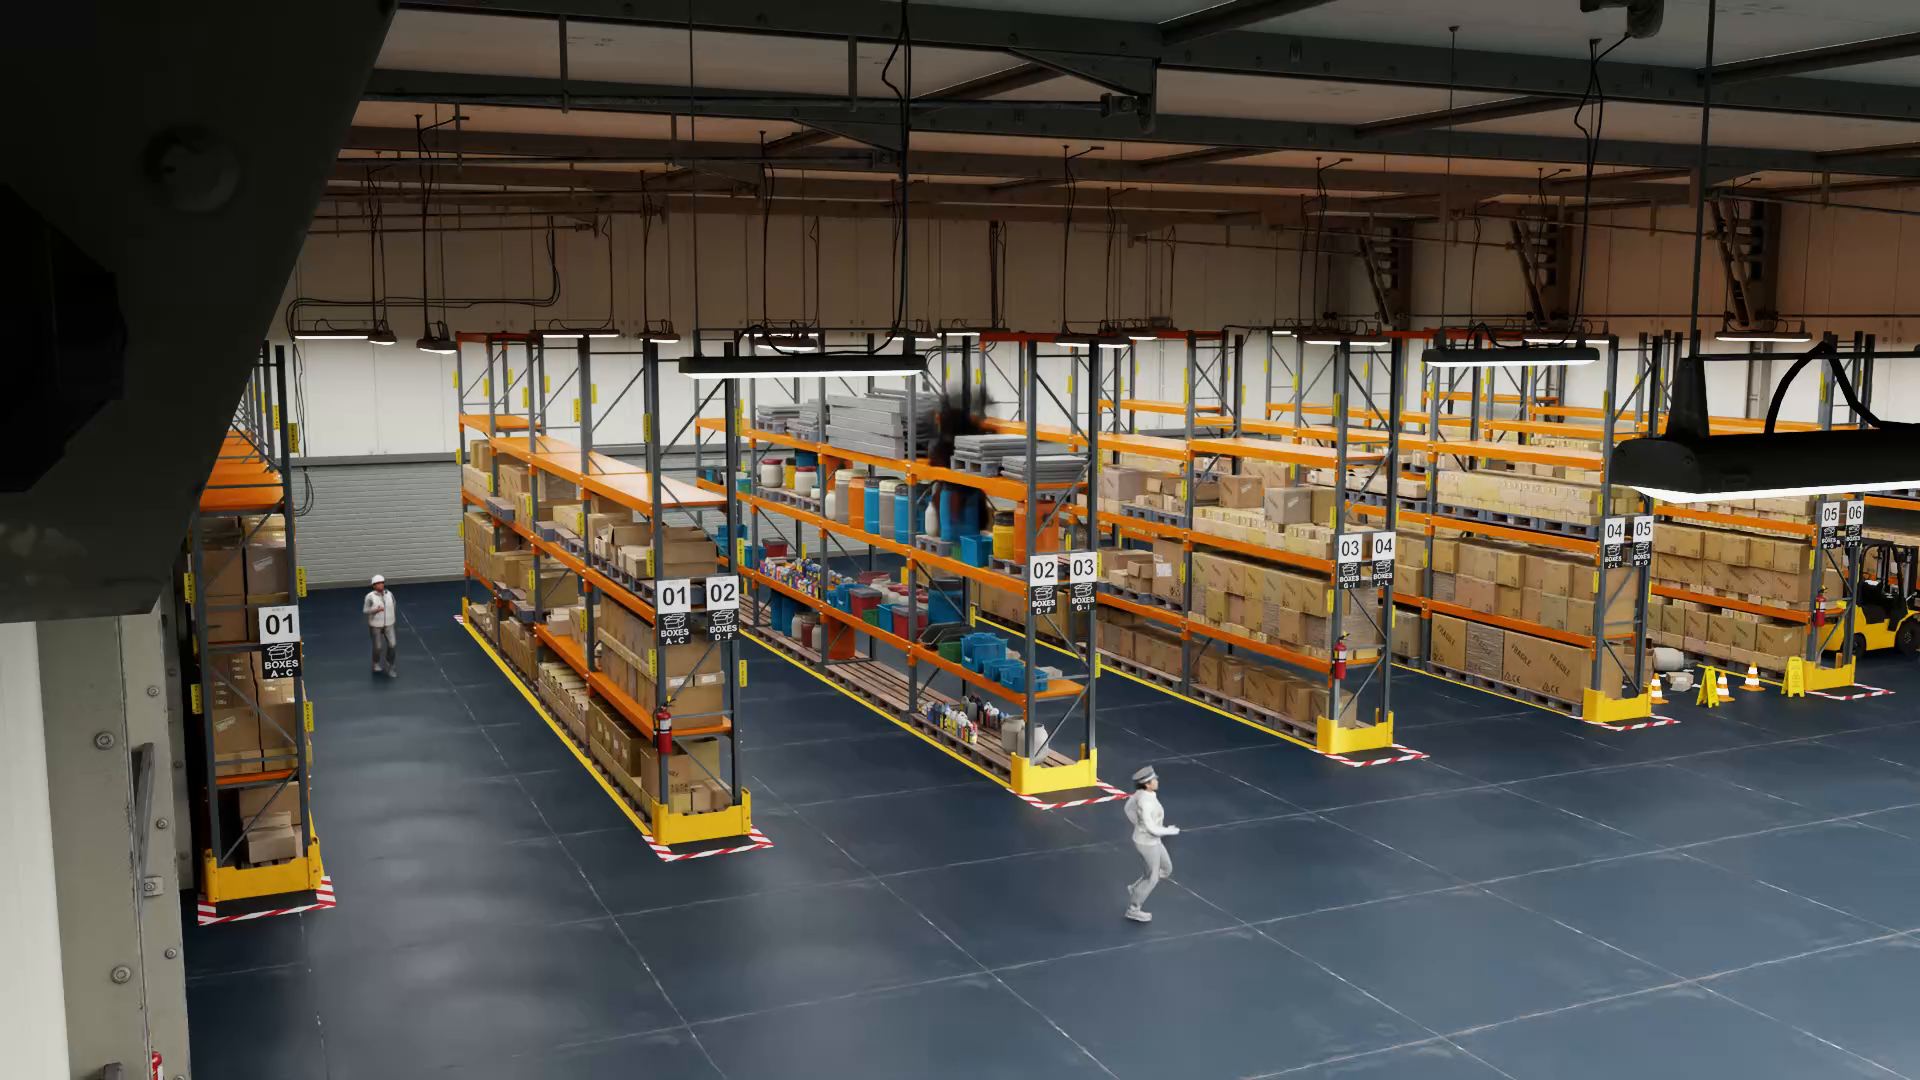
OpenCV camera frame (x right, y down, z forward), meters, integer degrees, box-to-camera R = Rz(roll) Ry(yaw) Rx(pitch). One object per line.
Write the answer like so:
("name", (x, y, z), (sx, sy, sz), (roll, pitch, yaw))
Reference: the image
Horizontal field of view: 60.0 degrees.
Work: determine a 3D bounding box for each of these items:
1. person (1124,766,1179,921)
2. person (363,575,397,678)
("person", (2.016, 3.169, 17.439), (0.558, 1.659, 0.599), (0, 8, 0))
("person", (-10.164, 1.522, 29.236), (0.639, 1.828, 0.734), (-6, 9, -35))
